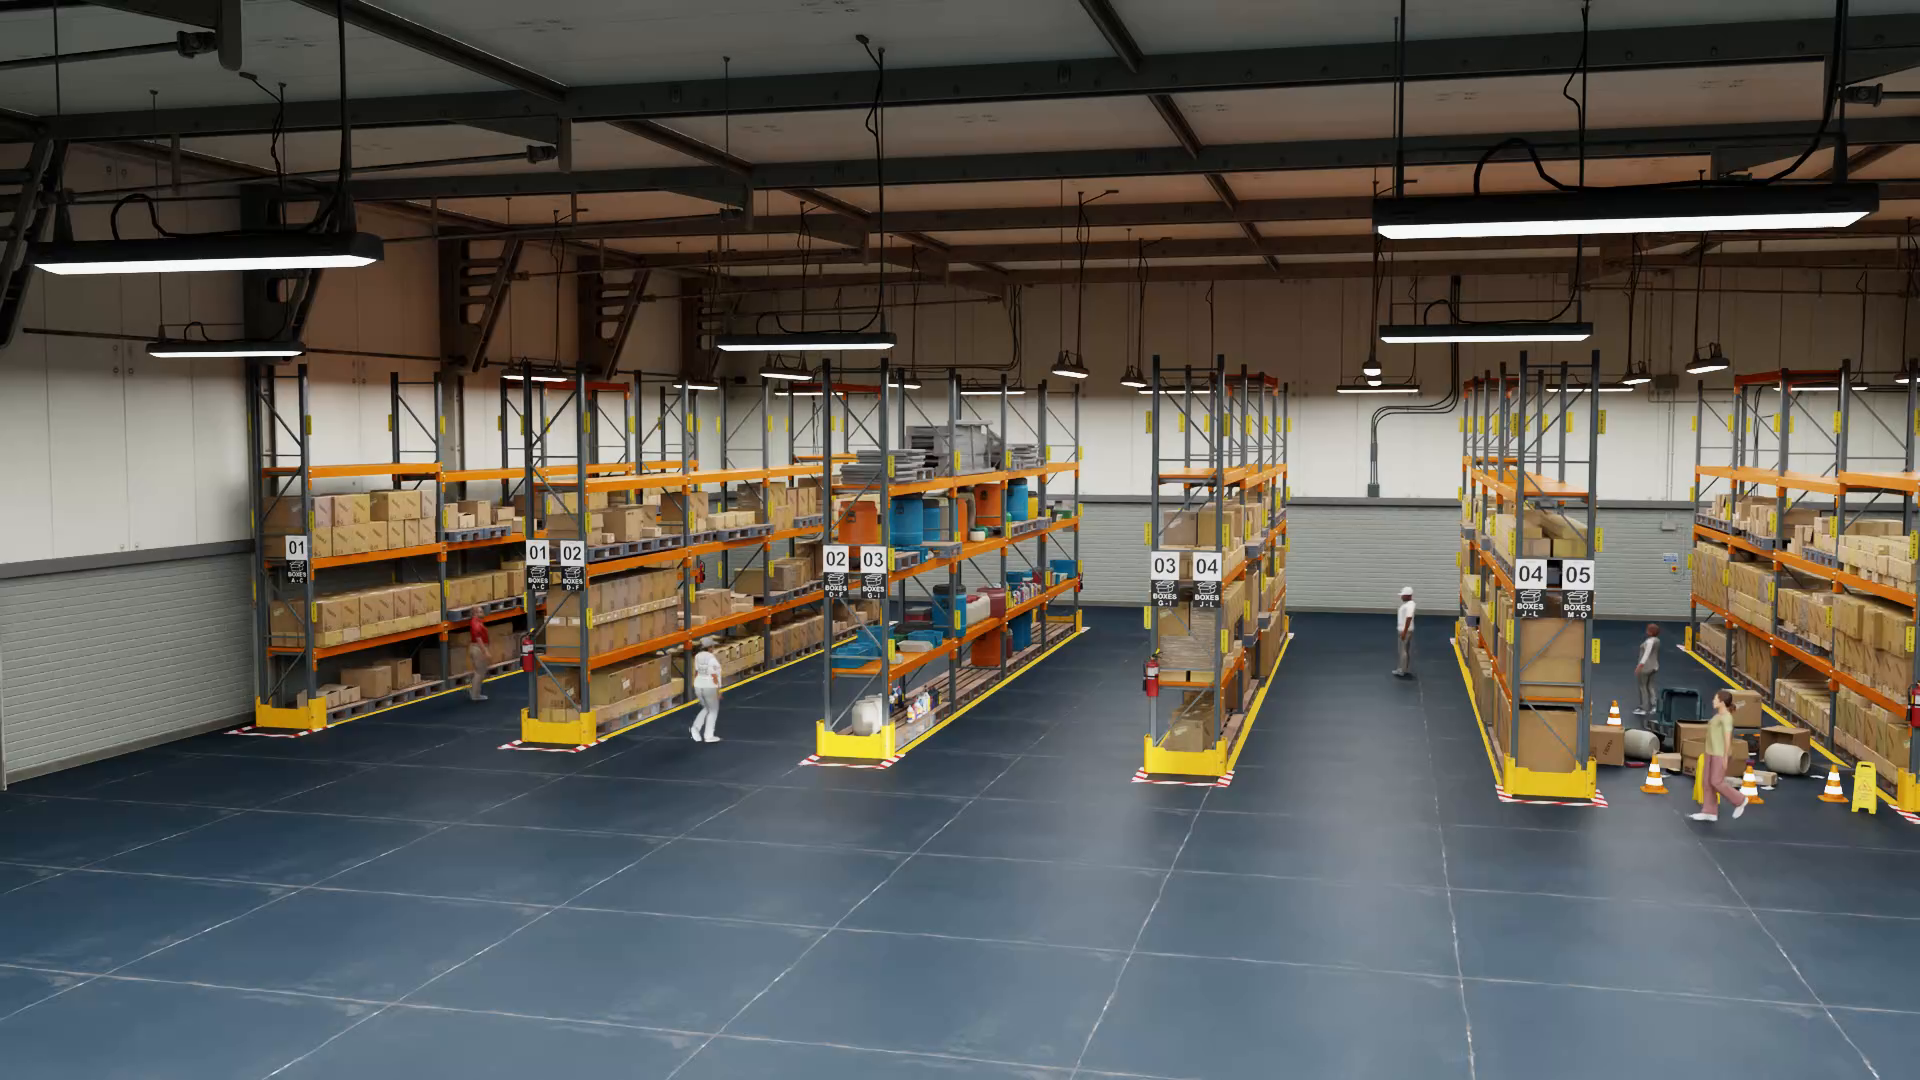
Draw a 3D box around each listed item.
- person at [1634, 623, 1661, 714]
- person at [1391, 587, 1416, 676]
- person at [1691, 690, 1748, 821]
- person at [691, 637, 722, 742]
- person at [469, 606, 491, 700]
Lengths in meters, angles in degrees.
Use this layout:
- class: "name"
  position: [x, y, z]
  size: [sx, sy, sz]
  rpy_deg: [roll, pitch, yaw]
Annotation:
- class: "person"
  position: [11.875, 2.258, 28.767]
  size: [0.480, 1.646, 0.432]
  rpy_deg: [-2, 5, -29]
- class: "person"
  position: [8.888, 1.823, 33.317]
  size: [0.466, 1.772, 0.623]
  rpy_deg: [1, 4, 21]
- class: "person"
  position: [9.597, 2.718, 20.927]
  size: [0.622, 1.660, 0.454]
  rpy_deg: [-1, 4, -10]
- class: "person"
  position: [-3.977, 2.356, 26.163]
  size: [0.492, 1.658, 0.475]
  rpy_deg: [4, 5, 42]
- class: "person"
  position: [-8.701, 2.062, 30.190]
  size: [0.435, 1.758, 0.566]
  rpy_deg: [-3, 5, -39]
